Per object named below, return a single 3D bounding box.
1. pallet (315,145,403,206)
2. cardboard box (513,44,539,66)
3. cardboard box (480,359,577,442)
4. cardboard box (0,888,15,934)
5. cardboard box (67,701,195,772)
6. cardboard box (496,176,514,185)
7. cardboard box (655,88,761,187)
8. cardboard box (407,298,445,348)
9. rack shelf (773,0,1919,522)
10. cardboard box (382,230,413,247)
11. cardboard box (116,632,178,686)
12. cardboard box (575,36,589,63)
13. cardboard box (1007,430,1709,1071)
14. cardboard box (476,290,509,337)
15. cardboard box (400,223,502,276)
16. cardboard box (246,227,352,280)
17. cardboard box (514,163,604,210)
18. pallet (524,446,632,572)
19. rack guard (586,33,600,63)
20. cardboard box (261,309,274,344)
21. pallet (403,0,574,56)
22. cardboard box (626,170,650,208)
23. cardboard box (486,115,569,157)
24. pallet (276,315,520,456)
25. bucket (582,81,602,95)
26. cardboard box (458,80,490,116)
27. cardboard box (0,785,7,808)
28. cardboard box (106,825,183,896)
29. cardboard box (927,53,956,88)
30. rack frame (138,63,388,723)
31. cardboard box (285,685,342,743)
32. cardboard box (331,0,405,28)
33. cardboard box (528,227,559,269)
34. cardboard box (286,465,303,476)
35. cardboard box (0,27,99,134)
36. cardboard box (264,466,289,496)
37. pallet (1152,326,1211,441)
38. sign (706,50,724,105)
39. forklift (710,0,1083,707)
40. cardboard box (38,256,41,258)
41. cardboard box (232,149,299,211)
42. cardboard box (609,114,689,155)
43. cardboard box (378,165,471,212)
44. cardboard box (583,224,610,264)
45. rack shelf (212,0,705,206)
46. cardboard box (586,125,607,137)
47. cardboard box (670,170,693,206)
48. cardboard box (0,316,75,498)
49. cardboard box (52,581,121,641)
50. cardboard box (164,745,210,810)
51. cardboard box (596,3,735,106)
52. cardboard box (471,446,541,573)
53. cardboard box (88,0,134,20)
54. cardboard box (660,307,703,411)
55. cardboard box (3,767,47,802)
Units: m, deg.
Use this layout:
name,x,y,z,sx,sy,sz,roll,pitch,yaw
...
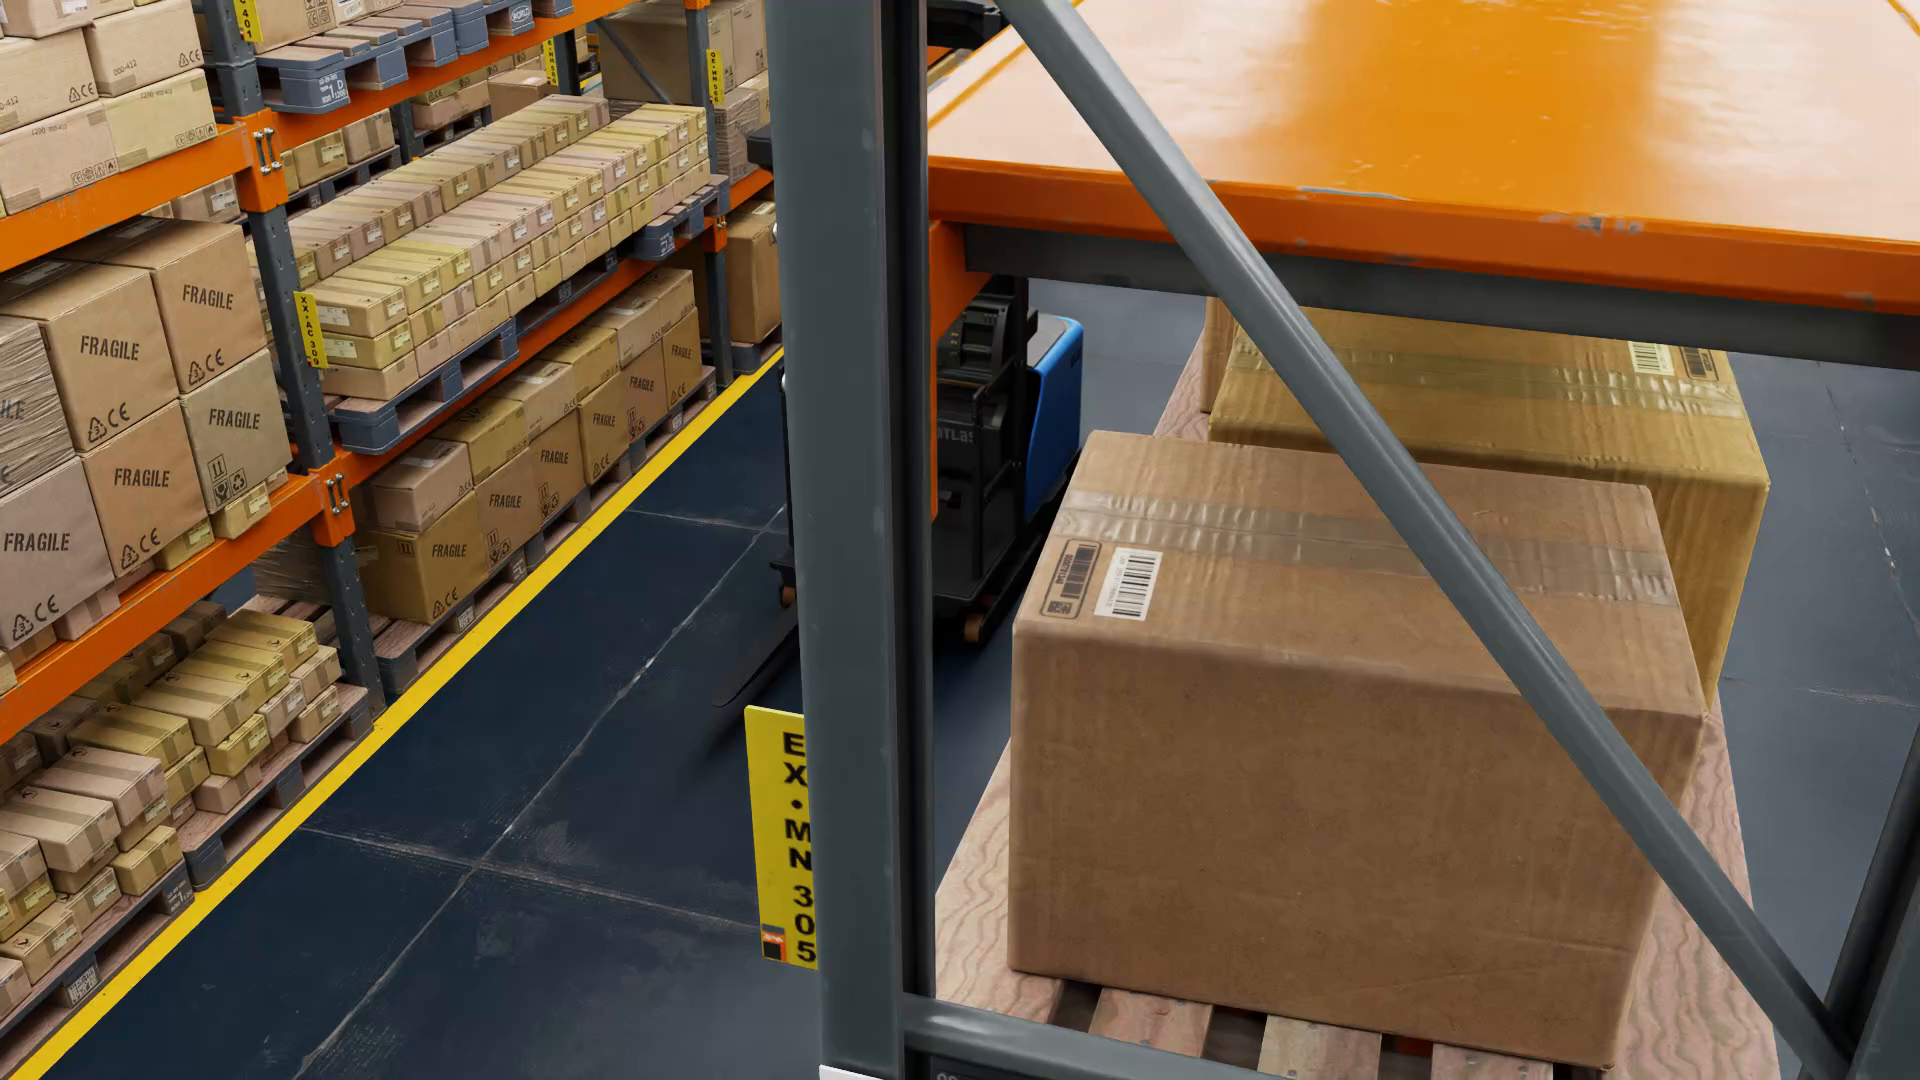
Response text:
name,x,y,z,sx,sy,sz,roll,pitch,yaw
pallet,-5.826,-3.352,15.058,1.003,0.211,1.213,8,30,15
cardboard box,-4.715,-5.215,17.164,0.500,0.500,0.500,8,30,14
cardboard box,-2.408,-0.764,8.906,0.500,0.250,0.500,10,31,17
cardboard box,-3.514,1.296,5.723,0.380,0.149,0.250,9,30,16
cardboard box,-3.295,0.800,6.615,0.380,0.149,0.250,9,30,17
cardboard box,-2.646,-1.938,9.169,0.380,0.149,0.250,9,30,15
cardboard box,-1.622,-2.628,10.786,0.500,0.500,0.500,9,30,15
cardboard box,-2.556,-0.997,7.478,0.380,0.149,0.250,8,30,14
rack shelf,0.939,-1.004,2.949,1.077,0.370,4.000,8,30,15
cardboard box,-2.952,-1.458,8.306,0.380,0.149,0.250,7,30,12
cardboard box,-3.622,0.497,7.160,0.380,0.149,0.250,10,31,17
cardboard box,-4.412,-5.348,18.175,0.500,0.250,0.500,8,30,15
cardboard box,0.454,0.227,2.033,0.700,0.500,0.500,7,30,12
cardboard box,-2.403,-1.108,7.983,0.380,0.149,0.250,9,30,15
cardboard box,-2.401,-1.371,7.844,0.380,0.149,0.250,8,30,14
cardboard box,-3.098,-1.348,7.803,0.380,0.149,0.250,8,30,13
cardboard box,-2.099,-1.854,8.712,0.380,0.149,0.250,10,31,17
pallet,-2.602,-0.268,9.514,1.003,0.211,1.213,8,30,15
rack guard,-4.447,-5.664,18.917,1.175,0.500,0.348,8,30,15
cardboard box,-3.257,-0.972,7.432,0.380,0.149,0.250,9,30,16
pallet,-2.601,-2.538,7.835,1.213,0.211,1.003,8,30,15
cardboard box,-1.946,-1.960,9.209,0.380,0.149,0.250,9,30,15
cardboard box,-2.485,-2.322,9.553,0.380,0.149,0.250,8,30,15
pallet,-2.822,-0.806,7.811,1.003,0.211,1.213,8,30,15
bucket,-3.001,-3.899,14.977,0.726,0.611,0.620,20,45,32
cardboard box,-5.022,-4.400,16.470,0.500,0.250,0.500,10,31,18
cardboard box,-3.858,0.991,6.271,0.380,0.149,0.250,7,30,13
cardboard box,-3.279,1.219,6.474,0.380,0.149,0.250,8,30,15
cardboard box,-0.586,-3.810,14.768,0.875,0.875,0.875,9,30,16
rack frame,-3.185,-0.555,7.163,1.000,3.000,0.127,8,30,15
cardboard box,-2.975,0.738,7.339,0.380,0.149,0.250,9,30,16
cardboard box,-2.726,-2.390,7.034,0.500,0.311,0.500,8,30,14
cardboard box,-2.250,-1.487,8.358,0.380,0.149,0.250,8,30,14
cardboard box,-3.209,-0.356,8.173,0.500,0.250,0.500,8,30,14
cardboard box,-3.242,-1.528,5.466,0.500,0.250,0.500,7,30,13
cardboard box,-3.046,-0.279,6.925,0.380,0.149,0.250,8,30,14
pallet,0.916,-0.129,3.402,1.003,0.211,1.213,8,30,15
sign,-1.490,-2.813,10.111,0.100,0.325,0.005,8,30,15
forklift,-0.287,-0.983,8.002,1.130,2.935,3.031,10,31,18
cardboard box,-3.551,-0.991,6.509,0.500,0.500,0.500,9,30,16
cardboard box,-6.161,-3.066,13.946,0.950,0.372,0.625,10,30,17
cardboard box,-1.793,-2.338,9.582,0.380,0.149,0.250,8,30,14
cardboard box,-2.793,-1.834,8.677,0.380,0.149,0.250,8,30,14
cardboard box,-2.098,-1.598,8.863,0.380,0.149,0.250,9,30,16
rack shelf,-2.598,-2.481,8.279,1.077,0.370,4.000,8,30,15
cardboard box,-2.345,-2.422,10.039,0.380,0.149,0.250,10,31,17
cardboard box,-1.791,-2.078,9.726,0.380,0.149,0.250,8,30,15
cardboard box,-3.375,-0.432,5.504,0.500,0.500,0.500,9,30,16
cardboard box,-3.303,0.218,6.030,0.380,0.149,0.250,7,30,13
cardboard box,-3.271,0.926,6.695,0.380,0.149,0.250,9,30,15
cardboard box,-1.870,-3.102,10.609,0.700,0.500,0.500,8,30,15
cardboard box,-2.561,-0.198,8.660,0.500,0.500,0.500,10,31,17
cardboard box,-3.084,-1.885,5.696,0.380,0.149,0.250,9,30,16
cardboard box,-1.955,-1.162,10.393,0.500,0.500,0.500,8,30,15
cardboard box,-3.809,0.998,6.565,0.380,0.149,0.250,10,31,17
